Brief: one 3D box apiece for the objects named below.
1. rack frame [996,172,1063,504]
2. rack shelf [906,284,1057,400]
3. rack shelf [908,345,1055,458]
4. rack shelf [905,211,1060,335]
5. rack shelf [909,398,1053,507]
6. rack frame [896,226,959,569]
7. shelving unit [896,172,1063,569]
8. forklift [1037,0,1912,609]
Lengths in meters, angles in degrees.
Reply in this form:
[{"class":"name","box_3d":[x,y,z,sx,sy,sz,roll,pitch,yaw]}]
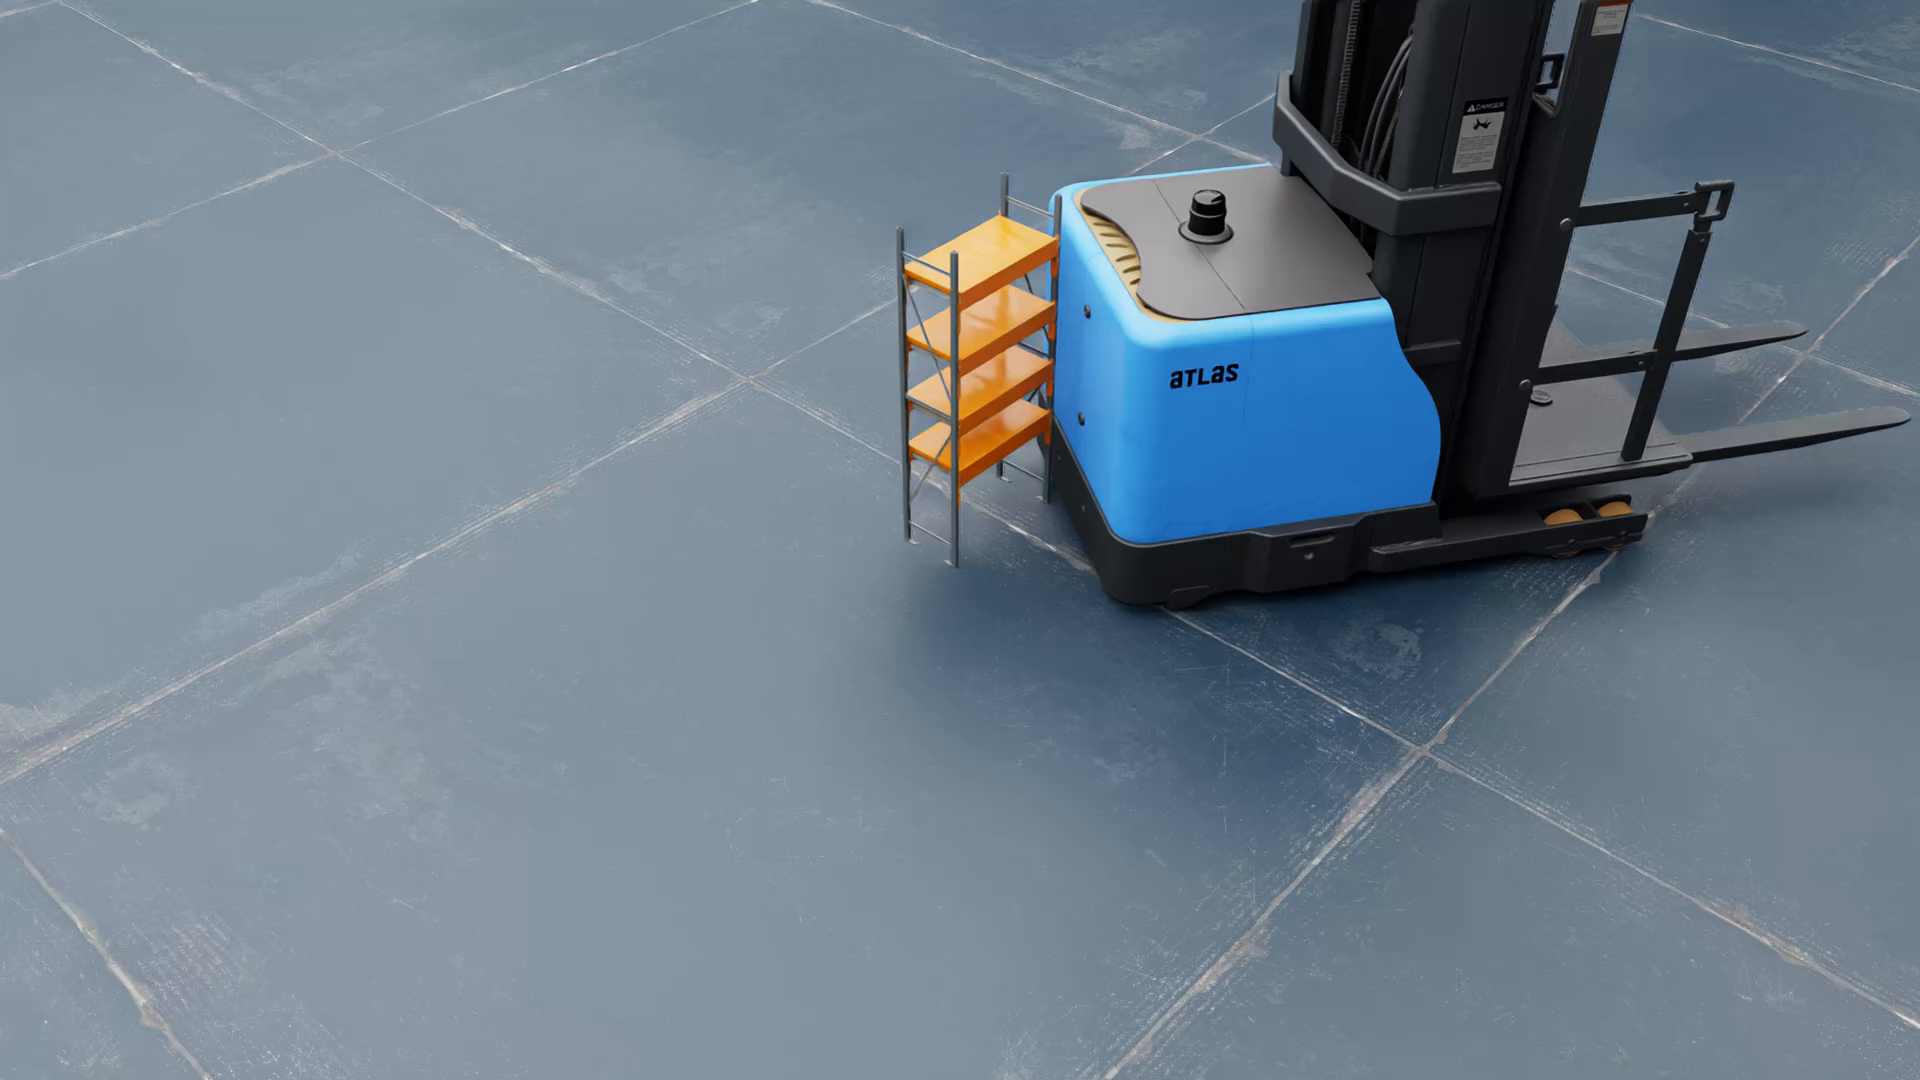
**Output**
[{"class":"rack frame","box_3d":[0.225,-0.650,5.603,0.240,1.200,0.015,29,47,31]},{"class":"rack shelf","box_3d":[0.063,-0.659,5.363,0.258,0.148,0.480,29,47,31]},{"class":"rack shelf","box_3d":[0.063,-0.484,5.502,0.258,0.148,0.480,29,47,31]},{"class":"rack shelf","box_3d":[0.063,-0.844,5.216,0.258,0.148,0.480,29,47,31]},{"class":"rack shelf","box_3d":[0.063,-0.328,5.626,0.258,0.148,0.480,29,47,31]},{"class":"rack frame","box_3d":[-0.099,-0.423,5.318,0.240,1.200,0.015,29,47,31]},{"class":"shelving unit","box_3d":[0.063,-0.536,5.461,0.258,1.200,0.503,29,47,31]},{"class":"forklift","box_3d":[1.854,-1.398,5.154,3.031,2.935,1.130,-8,39,-10]}]
